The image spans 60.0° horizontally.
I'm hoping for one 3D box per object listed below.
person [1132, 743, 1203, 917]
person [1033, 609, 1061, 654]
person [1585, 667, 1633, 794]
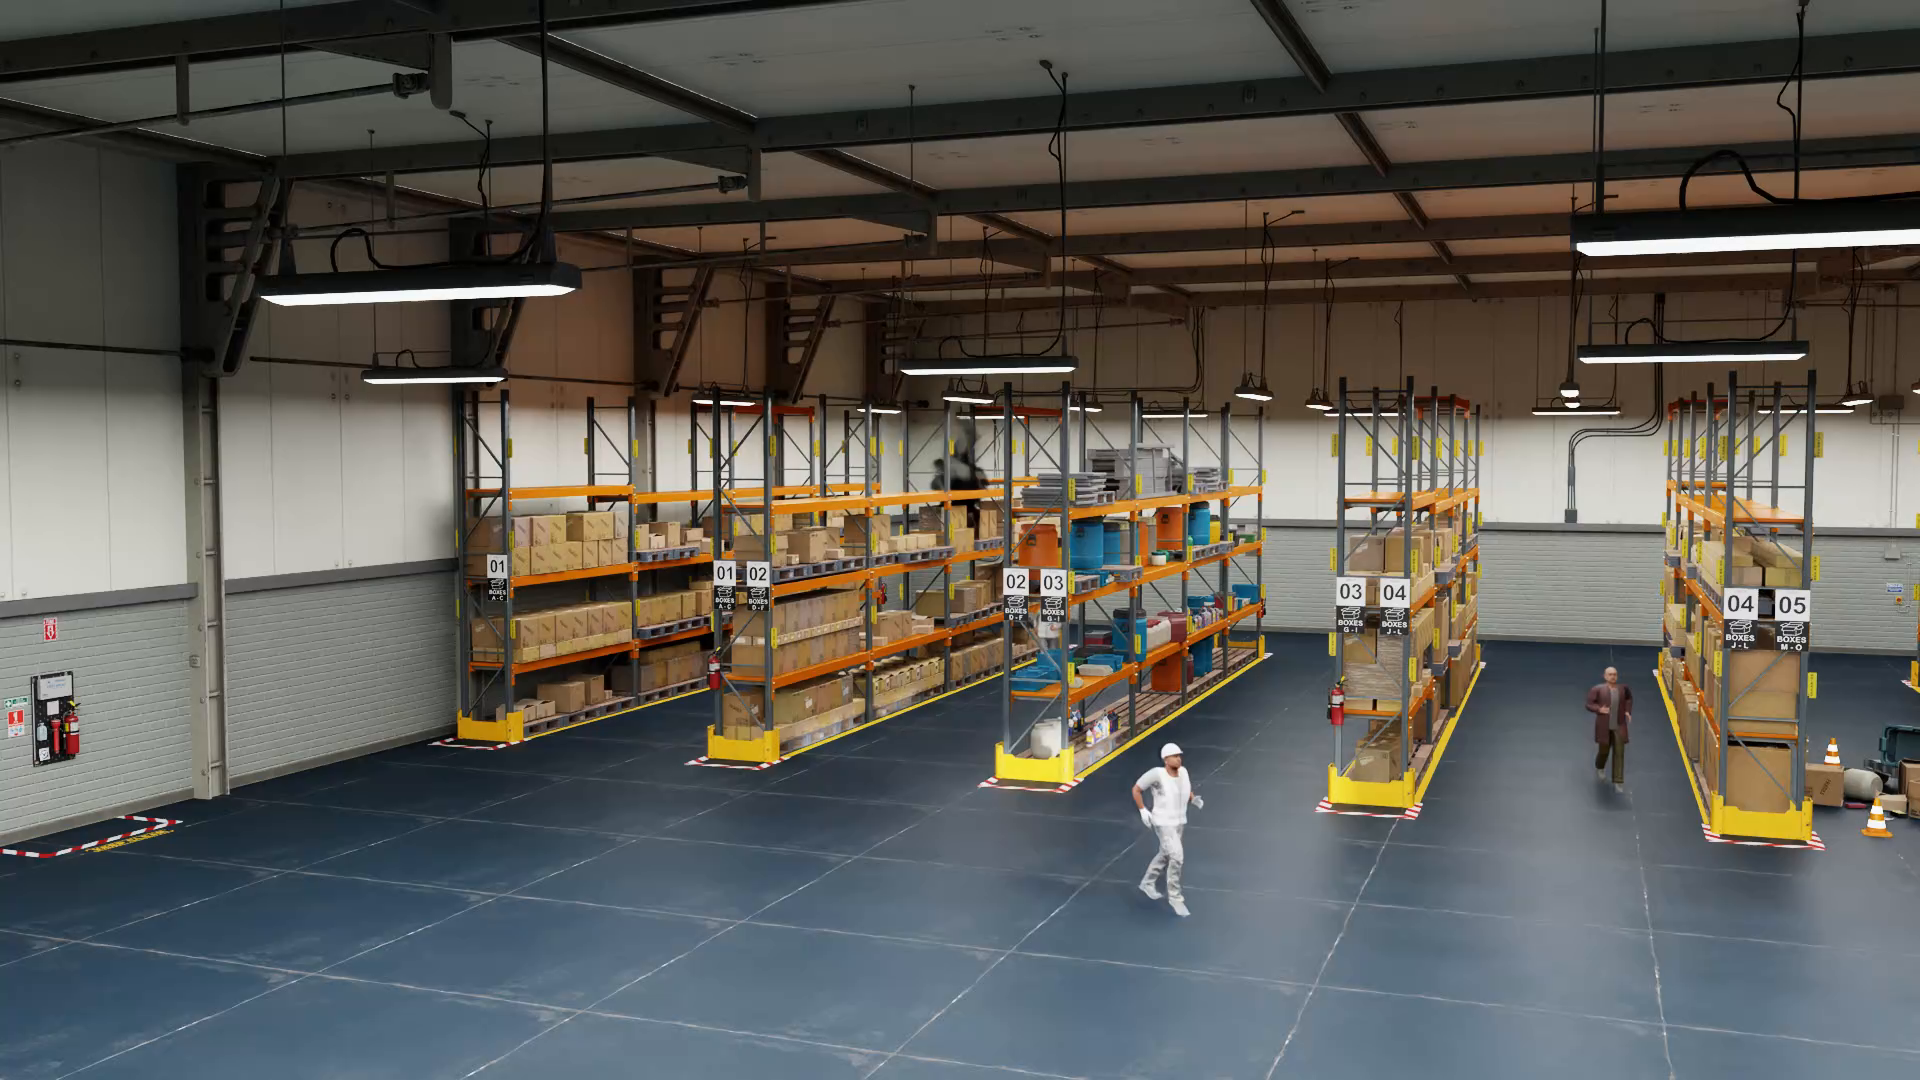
[{"bbox_3d":[2.268,3.116,18.109,0.810,1.831,0.662,3,4,45],"label":"person"},{"bbox_3d":[1.789,1.981,33.852,0.664,1.760,0.740,1,3,13],"label":"person"},{"bbox_3d":[9.536,2.750,24.381,0.710,1.781,1.049,0,3,9],"label":"person"}]
